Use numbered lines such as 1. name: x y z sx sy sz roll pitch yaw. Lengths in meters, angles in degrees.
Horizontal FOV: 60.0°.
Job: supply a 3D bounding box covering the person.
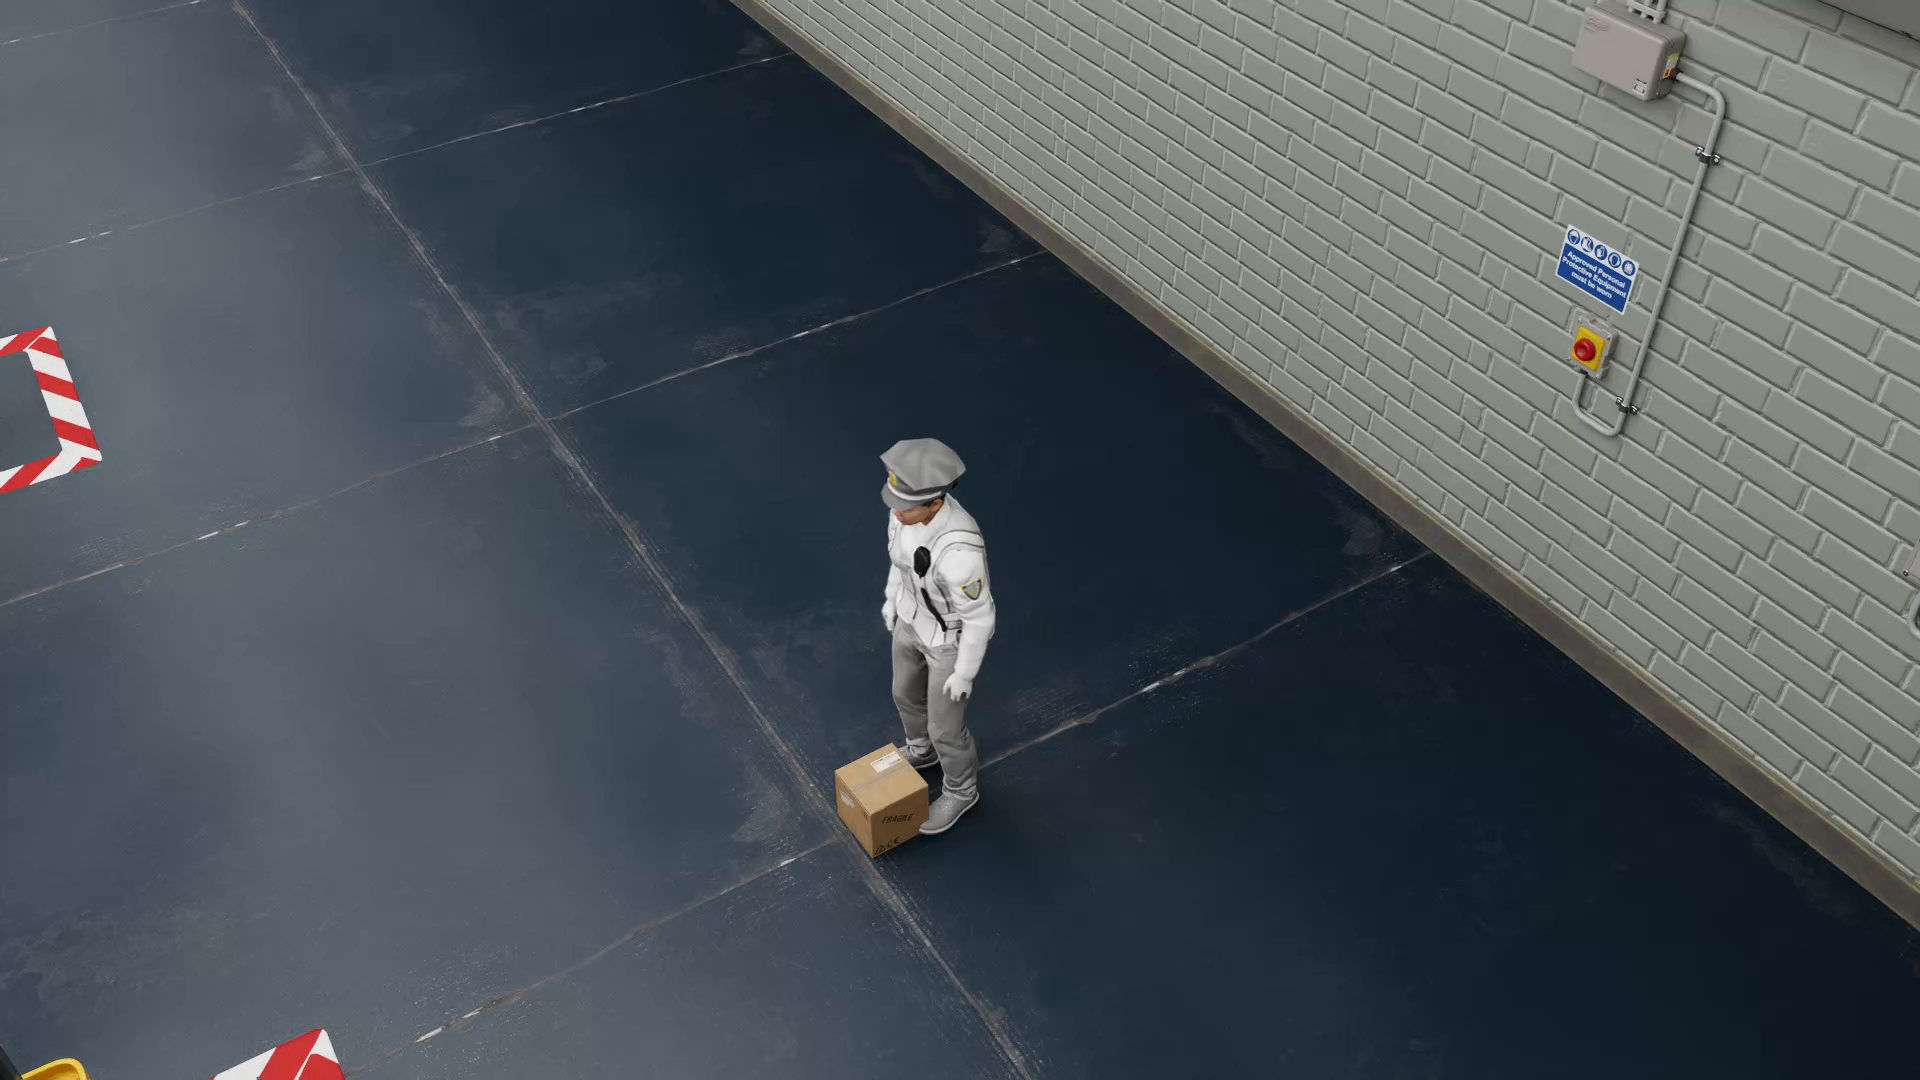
1. person: -0.089 0.332 5.774 0.373 1.662 0.526 -24 46 -25
